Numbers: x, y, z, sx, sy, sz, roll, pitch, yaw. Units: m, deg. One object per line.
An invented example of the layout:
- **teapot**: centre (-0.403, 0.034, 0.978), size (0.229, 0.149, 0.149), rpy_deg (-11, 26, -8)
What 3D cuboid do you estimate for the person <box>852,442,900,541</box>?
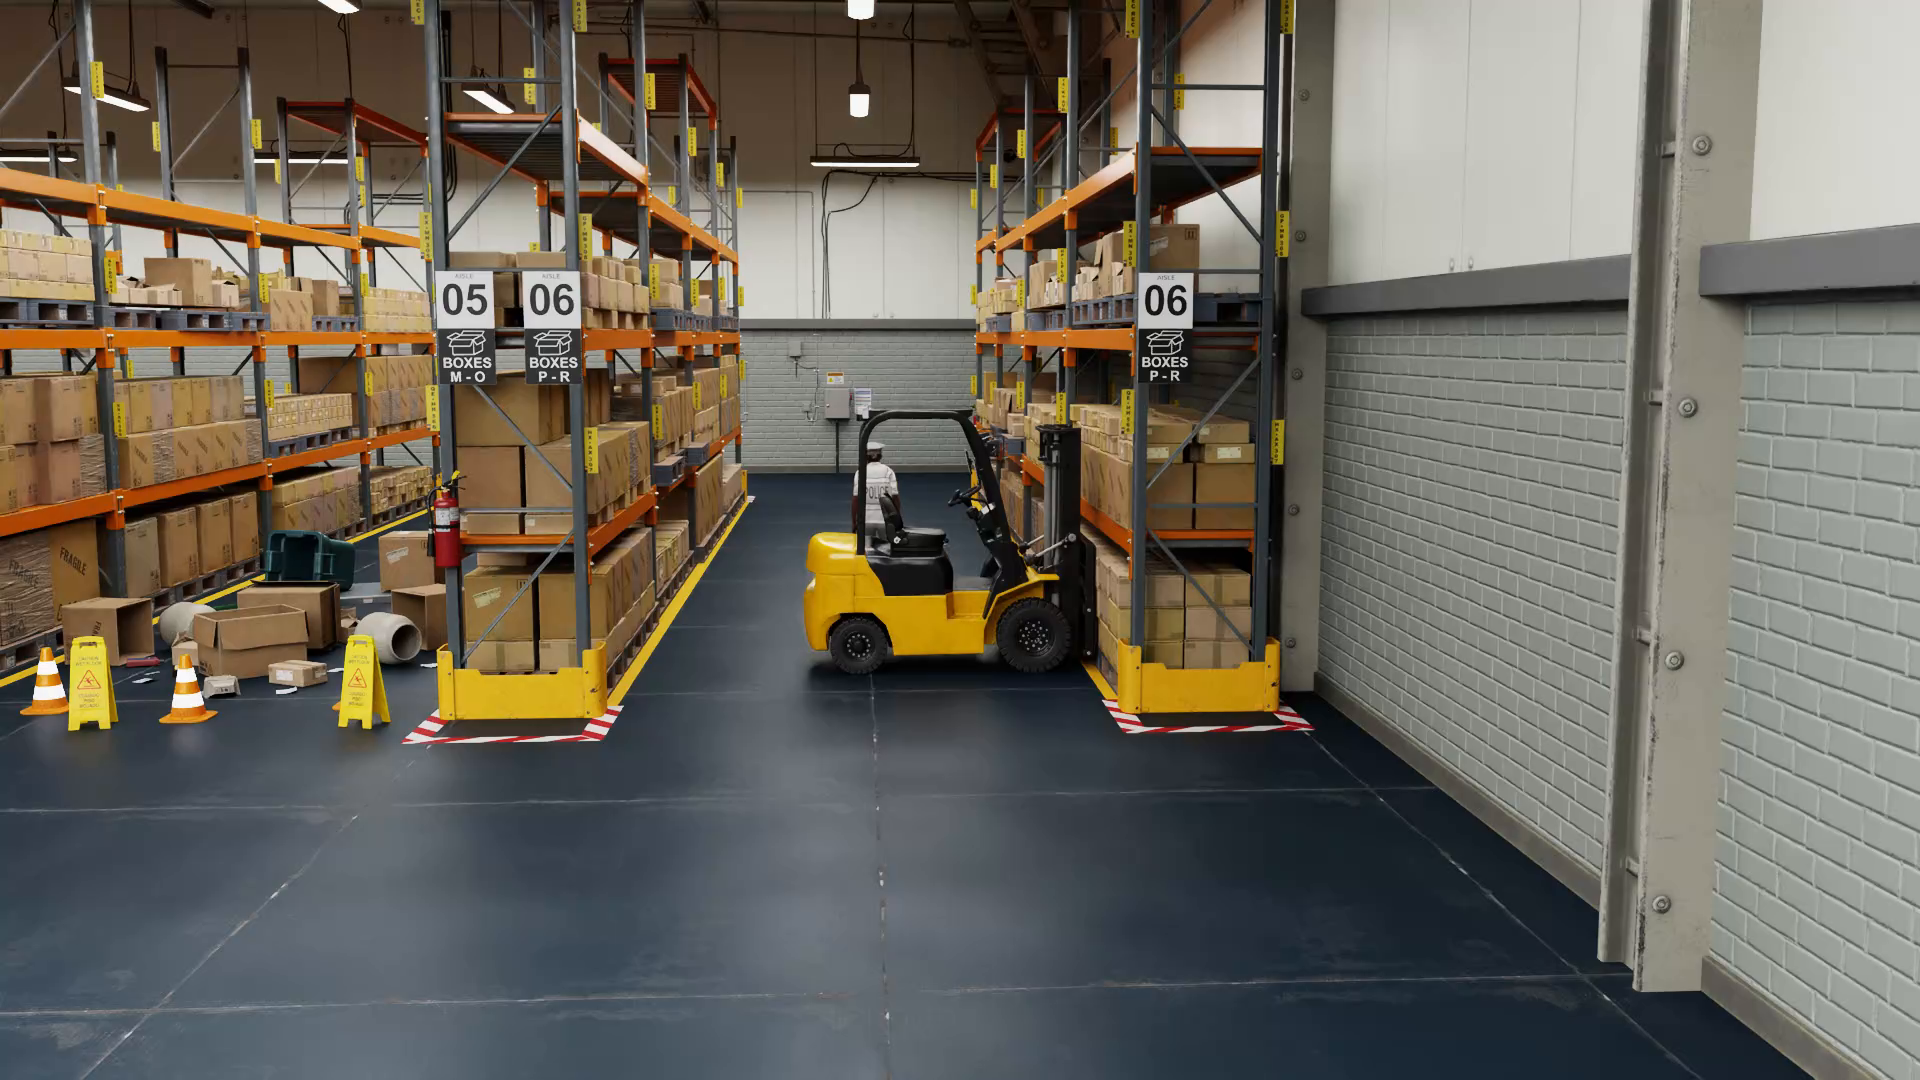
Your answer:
- **person**: centre (-0.855, -0.168, 17.128), size (0.523, 1.660, 0.418), rpy_deg (-1, 7, -5)
